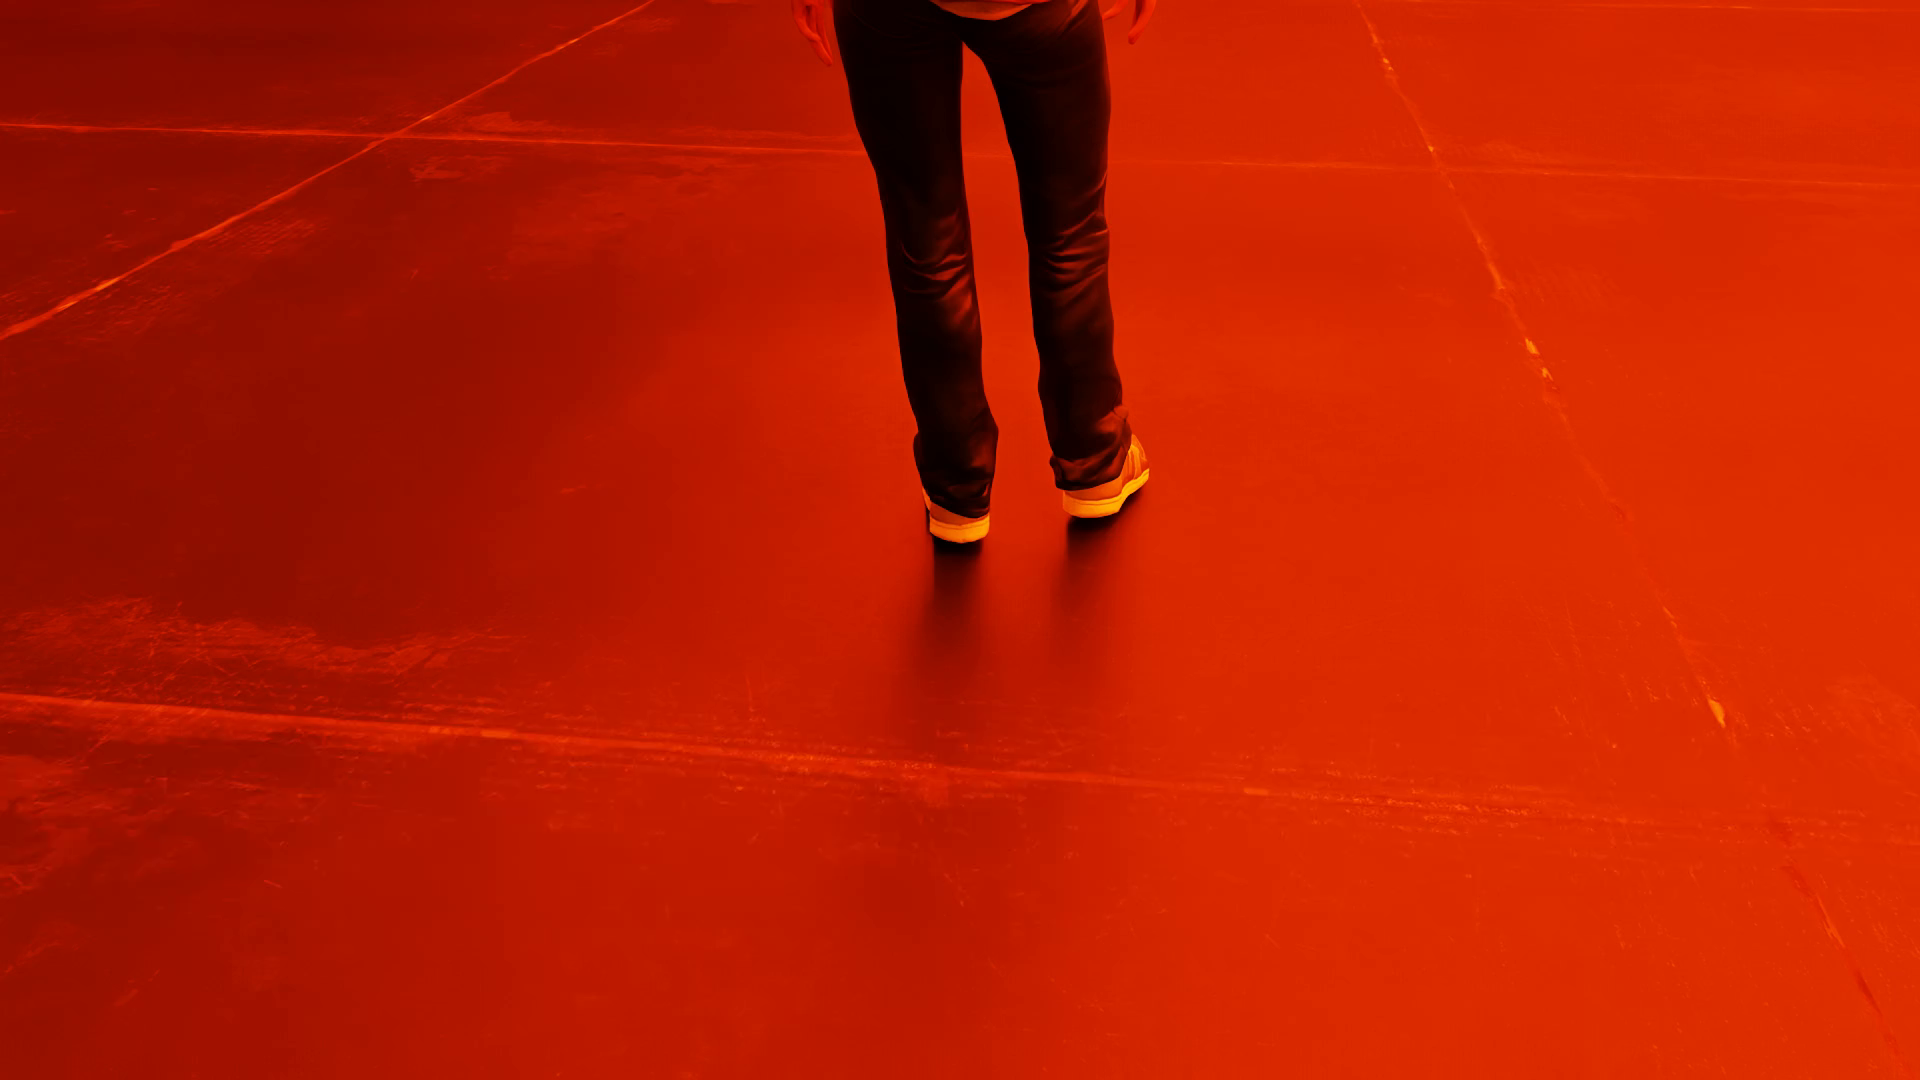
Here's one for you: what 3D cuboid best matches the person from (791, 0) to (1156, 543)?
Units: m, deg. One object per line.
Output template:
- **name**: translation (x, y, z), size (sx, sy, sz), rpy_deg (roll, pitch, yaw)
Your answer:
- **person**: translation (0.024, -0.753, 2.204), size (0.520, 1.597, 0.476), rpy_deg (3, 27, 7)
